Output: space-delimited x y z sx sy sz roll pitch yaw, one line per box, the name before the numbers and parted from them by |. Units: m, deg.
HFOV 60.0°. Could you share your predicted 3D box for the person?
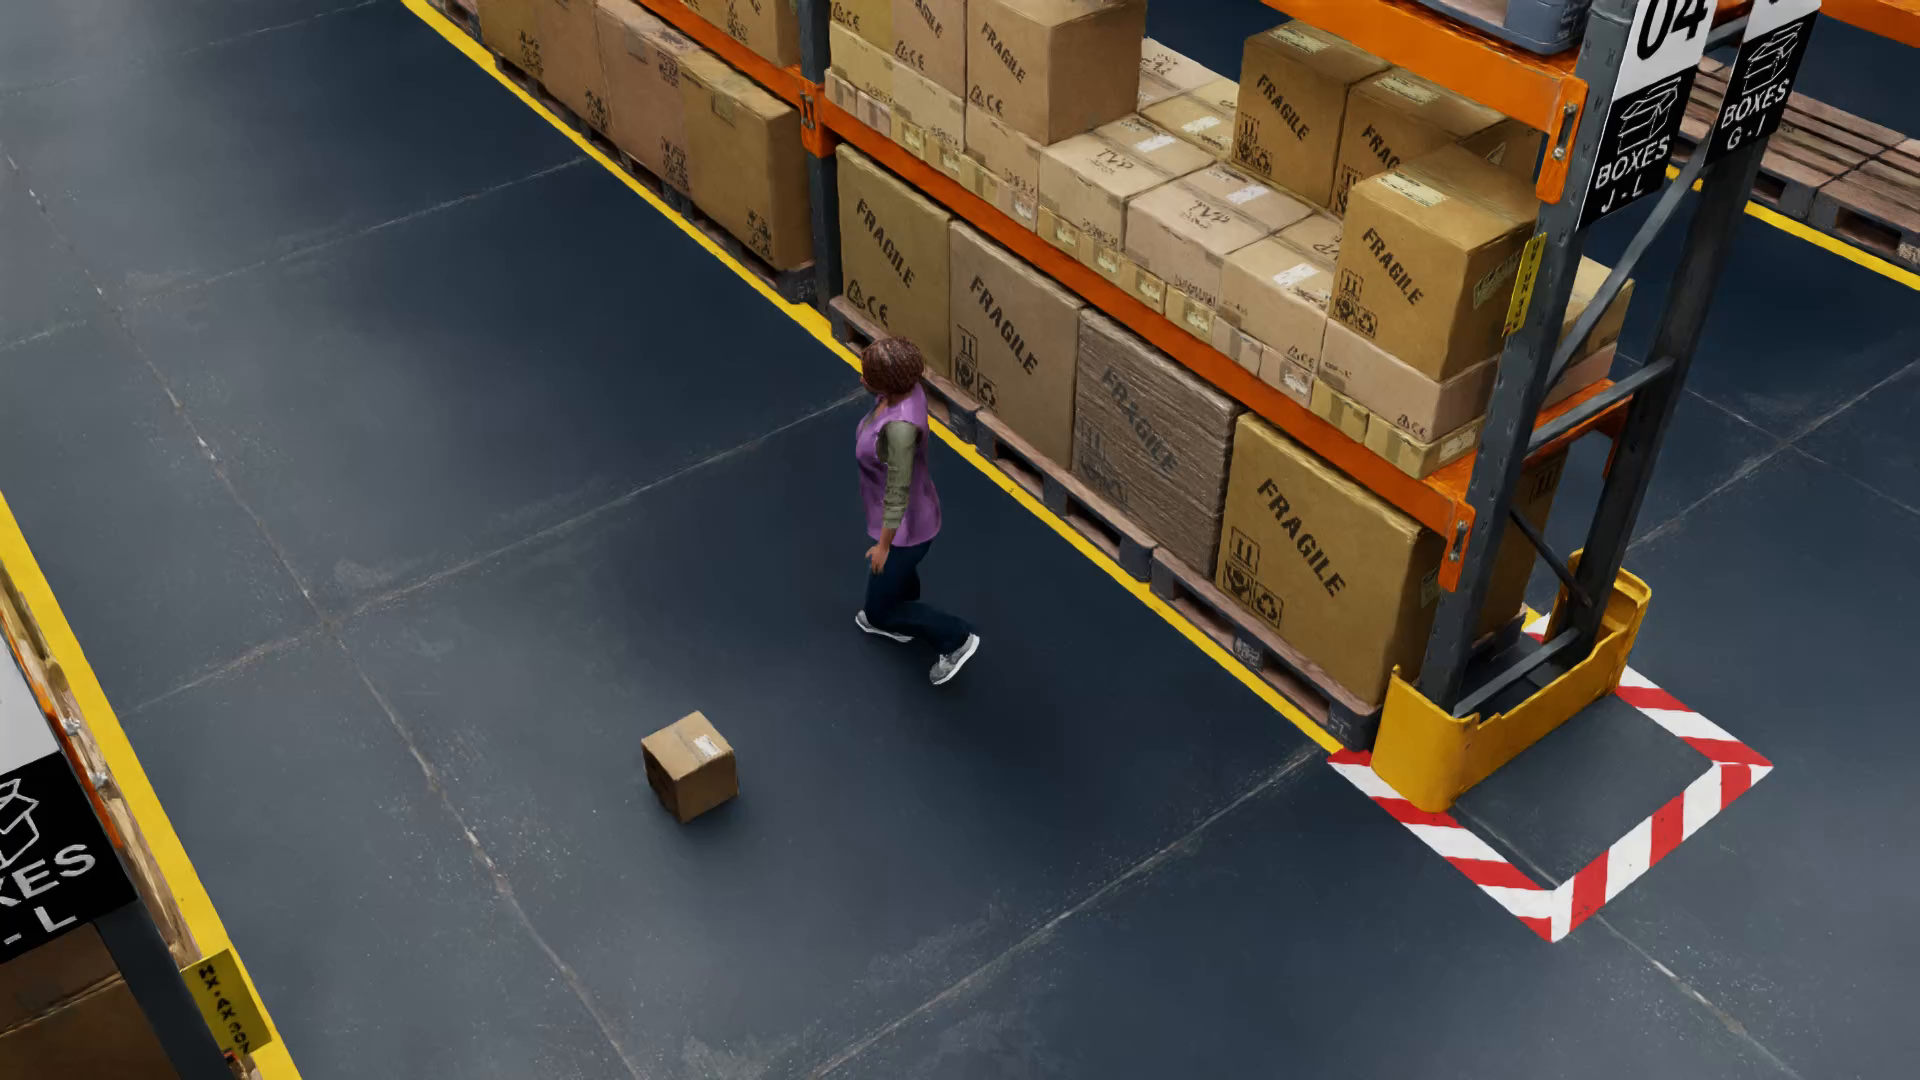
person | -0.177 -0.100 6.252 0.498 1.594 0.560 -1 41 -2
